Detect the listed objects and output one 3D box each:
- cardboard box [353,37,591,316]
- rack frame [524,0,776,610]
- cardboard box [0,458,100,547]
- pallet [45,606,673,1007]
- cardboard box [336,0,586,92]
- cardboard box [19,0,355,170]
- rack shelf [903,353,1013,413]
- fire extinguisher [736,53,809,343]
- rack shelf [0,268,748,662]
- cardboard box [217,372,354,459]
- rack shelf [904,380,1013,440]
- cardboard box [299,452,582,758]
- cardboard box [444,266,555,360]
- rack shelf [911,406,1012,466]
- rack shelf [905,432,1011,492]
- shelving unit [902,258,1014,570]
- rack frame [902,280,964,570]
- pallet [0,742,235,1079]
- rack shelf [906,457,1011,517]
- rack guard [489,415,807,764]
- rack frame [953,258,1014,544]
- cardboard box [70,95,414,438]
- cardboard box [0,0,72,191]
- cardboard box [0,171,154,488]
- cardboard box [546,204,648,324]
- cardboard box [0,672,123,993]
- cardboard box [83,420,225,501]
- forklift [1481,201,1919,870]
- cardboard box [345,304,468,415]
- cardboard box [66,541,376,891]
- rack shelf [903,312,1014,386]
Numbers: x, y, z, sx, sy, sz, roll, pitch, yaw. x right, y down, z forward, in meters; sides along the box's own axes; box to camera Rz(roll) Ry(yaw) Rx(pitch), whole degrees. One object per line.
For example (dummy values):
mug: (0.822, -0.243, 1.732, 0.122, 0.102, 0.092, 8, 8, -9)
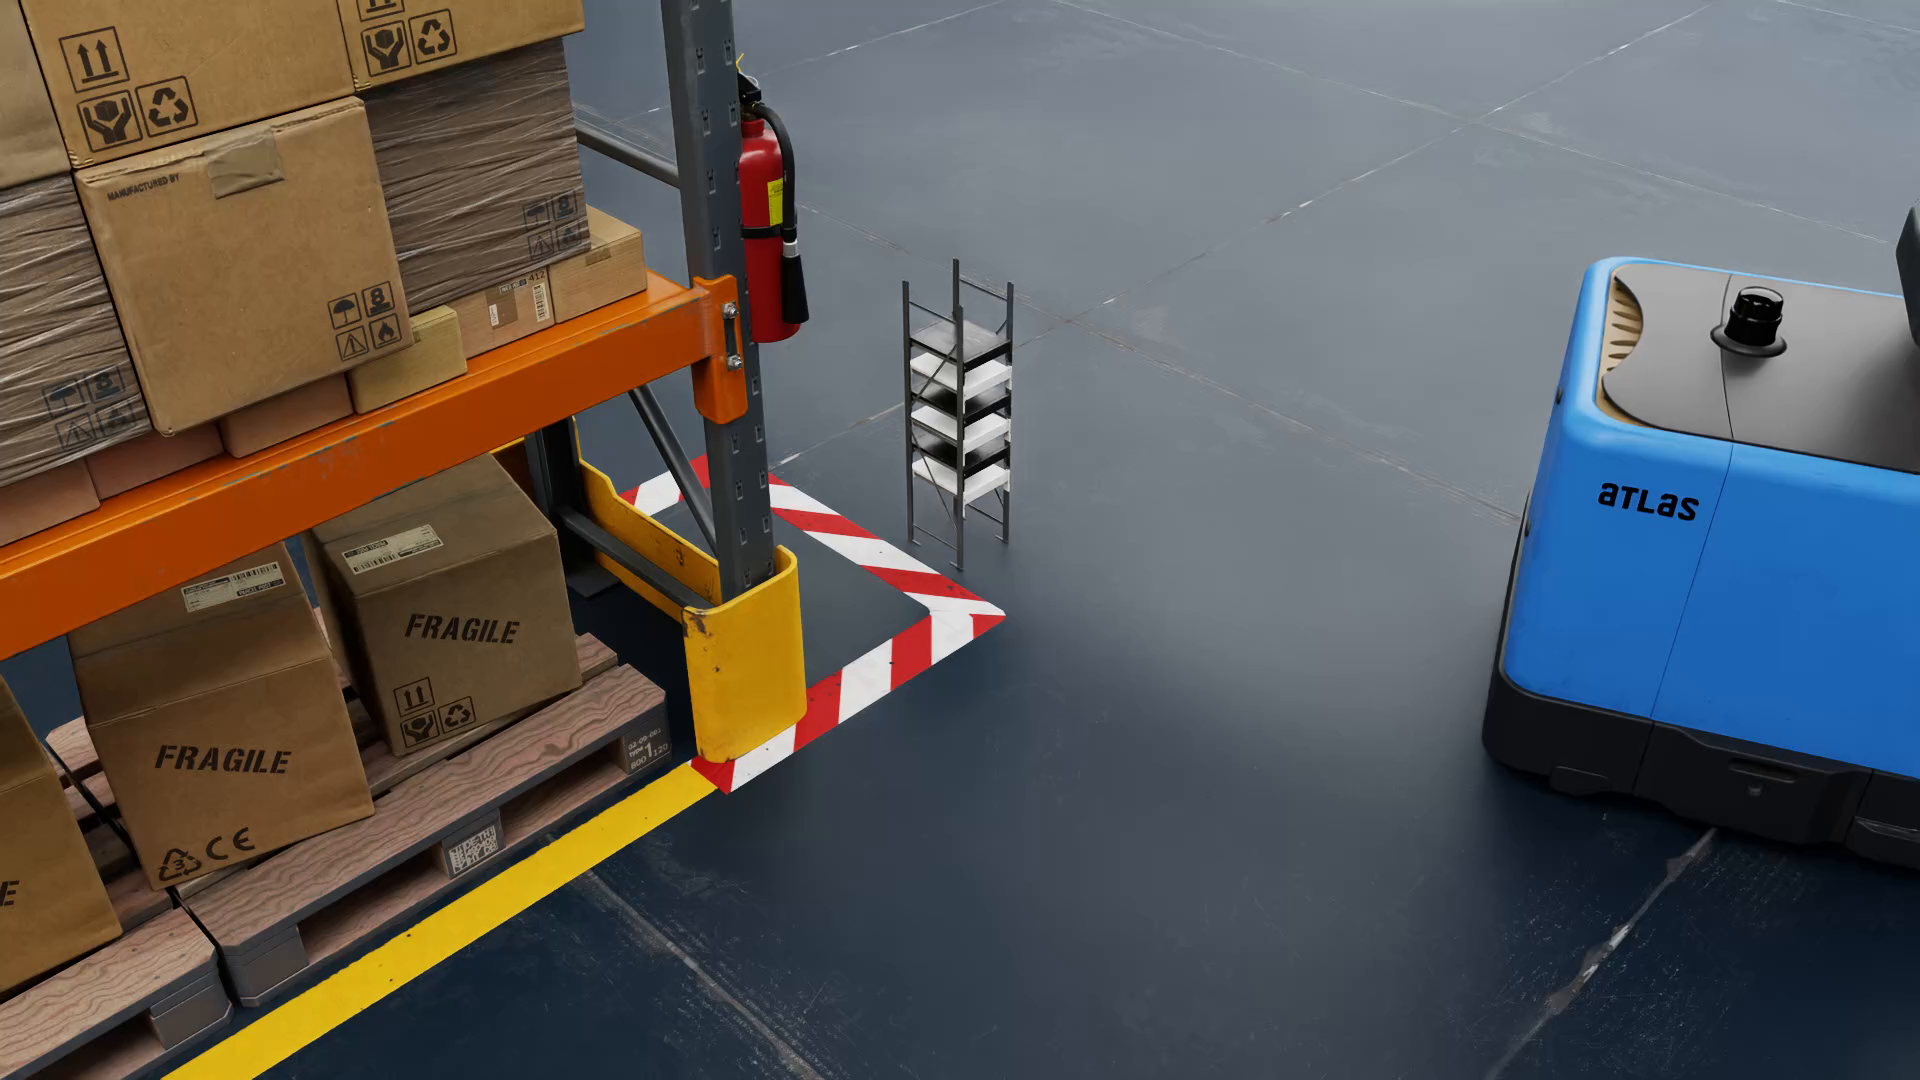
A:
cardboard box: (-1.283, -0.910, 3.585, 0.875, 0.500, 0.500, 30, 45, 35)
rack frame: (-0.876, -0.959, 4.003, 1.000, 3.000, 0.127, 30, 45, 35)
cardboard box: (-1.799, -0.143, 3.053, 0.380, 0.149, 0.250, 30, 45, 35)
pallet: (-1.527, 0.531, 4.304, 1.003, 0.211, 1.213, 30, 45, 35)
cardboard box: (-1.088, -1.210, 3.141, 0.500, 0.500, 0.500, 30, 45, 35)
cardboard box: (-1.436, -1.004, 2.846, 0.500, 0.500, 0.500, 30, 45, 35)
rack shelf: (-0.006, -0.486, 4.904, 0.258, 0.077, 0.200, 30, 45, 35)
fire extinguisher: (-0.468, -0.788, 3.826, 0.296, 0.674, 0.183, 30, 45, 35)
rack shelf: (-2.285, 0.148, 3.045, 1.077, 0.370, 4.000, 30, 45, 35)
cardboard box: (-1.434, -0.339, 3.333, 0.380, 0.149, 0.250, 30, 45, 35)
rack shelf: (-0.006, -0.412, 4.955, 0.258, 0.077, 0.200, 30, 45, 35)
cardboard box: (-1.328, 0.140, 4.245, 0.500, 0.500, 0.500, -21, 40, -28)
cardboard box: (-1.107, -0.556, 3.645, 0.380, 0.149, 0.250, 30, 45, 35)
rack shelf: (-0.006, -0.338, 5.007, 0.258, 0.077, 0.200, 30, 45, 35)
rack shelf: (-0.006, -0.265, 5.058, 0.258, 0.077, 0.200, 30, 45, 35)
shelving unit: (-0.006, -0.366, 4.988, 0.258, 0.900, 0.210, 30, 45, 35)
rack frame: (-0.077, -0.325, 4.929, 0.240, 0.900, 0.006, 30, 45, 35)
pallet: (-2.387, 1.024, 3.598, 1.003, 0.211, 1.213, 30, 45, 35)
rack shelf: (-0.006, -0.191, 5.110, 0.258, 0.077, 0.200, 30, 45, 35)
rack guard: (-0.930, 0.097, 4.674, 1.175, 0.500, 0.348, 30, 45, 35)
rack frame: (0.066, -0.407, 5.047, 0.240, 0.900, 0.006, 30, 45, 35)
cardboard box: (-1.550, -0.659, 3.225, 0.875, 0.500, 0.500, 30, 45, 35)
cardboard box: (-1.791, -0.802, 2.557, 0.500, 0.500, 0.500, 30, 45, 35)
cardboard box: (-1.933, -0.473, 2.959, 0.875, 0.500, 0.500, 30, 45, 35)
cardboard box: (-0.930, -0.657, 3.790, 0.380, 0.149, 0.250, 30, 45, 35)
cardboard box: (-2.179, 0.643, 3.523, 0.500, 0.500, 0.500, -25, 42, -32)
cardboard box: (-1.639, -0.254, 3.212, 0.380, 0.149, 0.250, 30, 45, 35)
forklift: (2.942, -0.550, 3.476, 3.031, 2.935, 1.130, 12, 37, 17)
cardboard box: (-1.247, -0.434, 3.470, 0.380, 0.149, 0.250, 30, 45, 35)
cardboard box: (-1.725, 0.397, 3.877, 0.500, 0.500, 0.500, -18, 39, -24)
rack shelf: (-0.006, -0.560, 4.852, 0.258, 0.077, 0.200, 30, 45, 35)
